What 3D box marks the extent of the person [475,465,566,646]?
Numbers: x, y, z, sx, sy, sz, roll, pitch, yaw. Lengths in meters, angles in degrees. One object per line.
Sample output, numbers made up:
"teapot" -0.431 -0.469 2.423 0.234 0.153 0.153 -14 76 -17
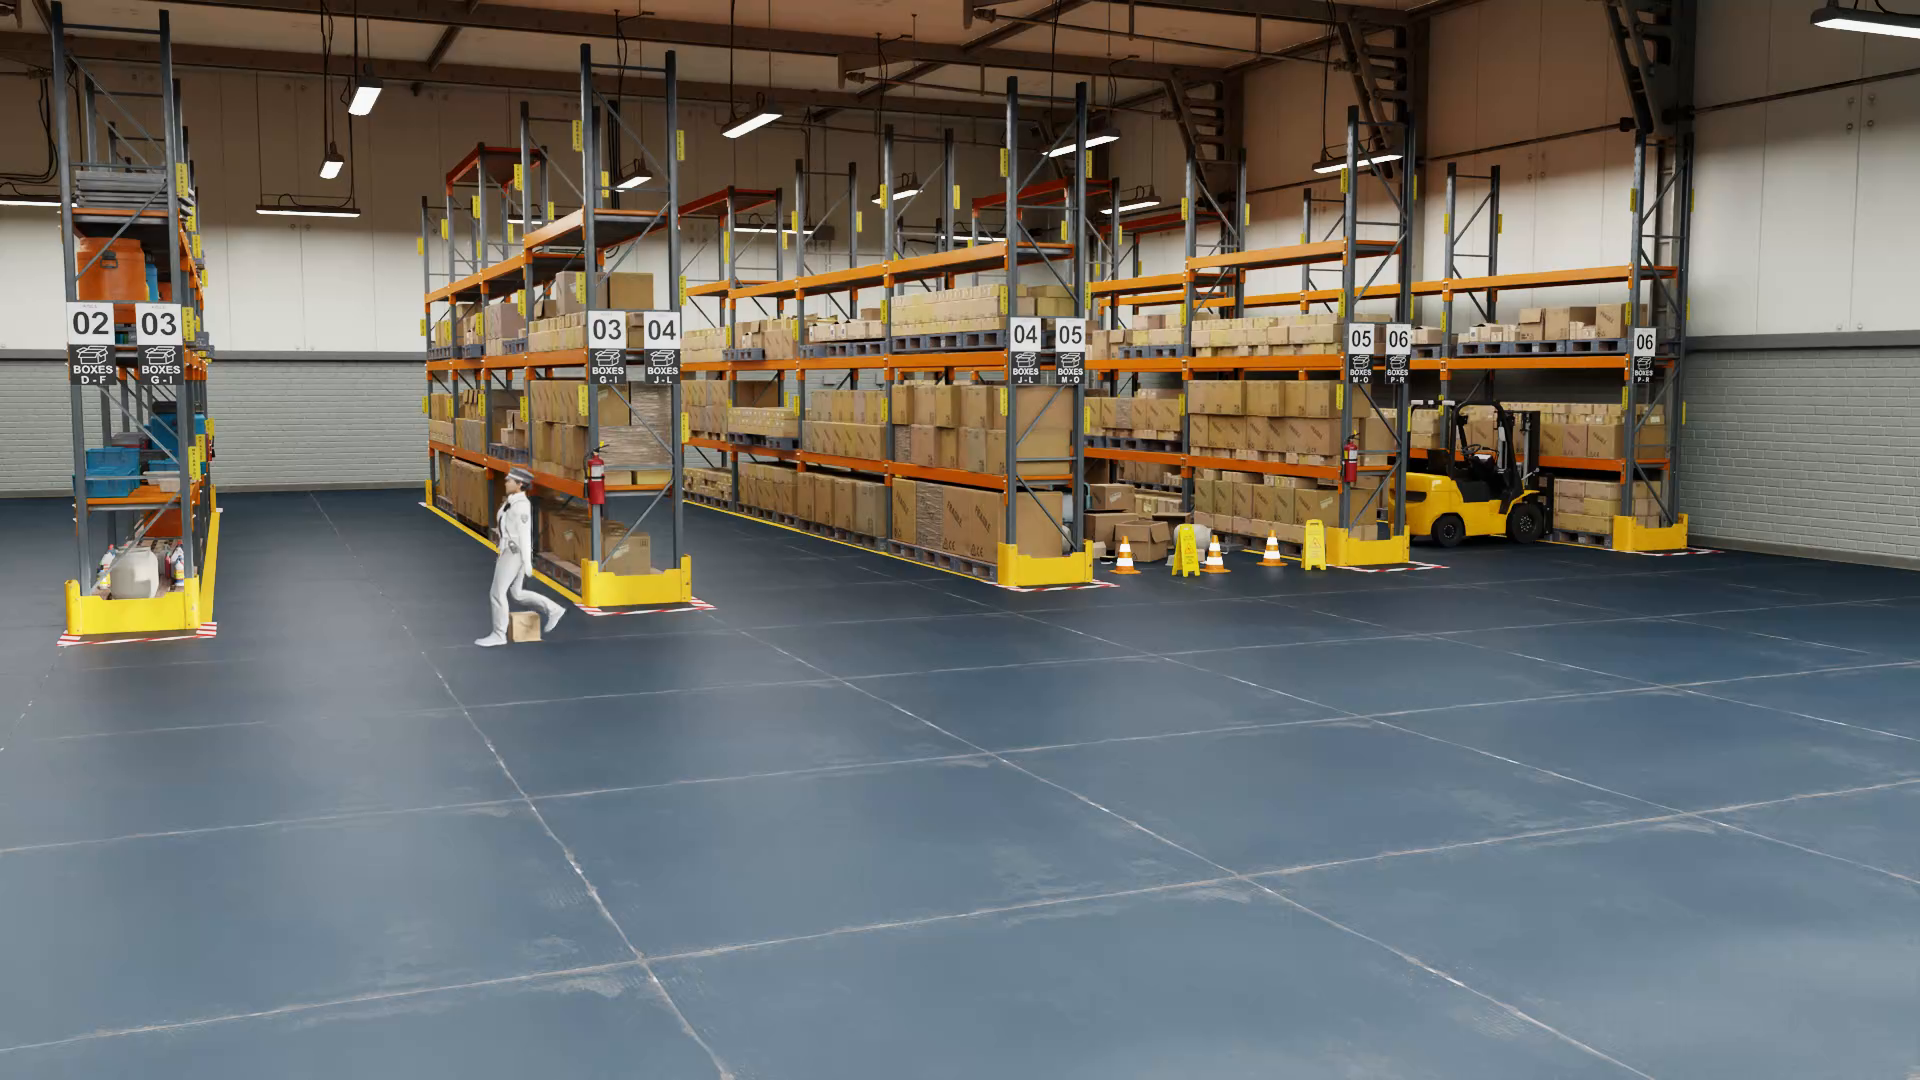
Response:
"person" -4.087 0.133 15.419 0.840 1.654 0.477 -2 6 -19
